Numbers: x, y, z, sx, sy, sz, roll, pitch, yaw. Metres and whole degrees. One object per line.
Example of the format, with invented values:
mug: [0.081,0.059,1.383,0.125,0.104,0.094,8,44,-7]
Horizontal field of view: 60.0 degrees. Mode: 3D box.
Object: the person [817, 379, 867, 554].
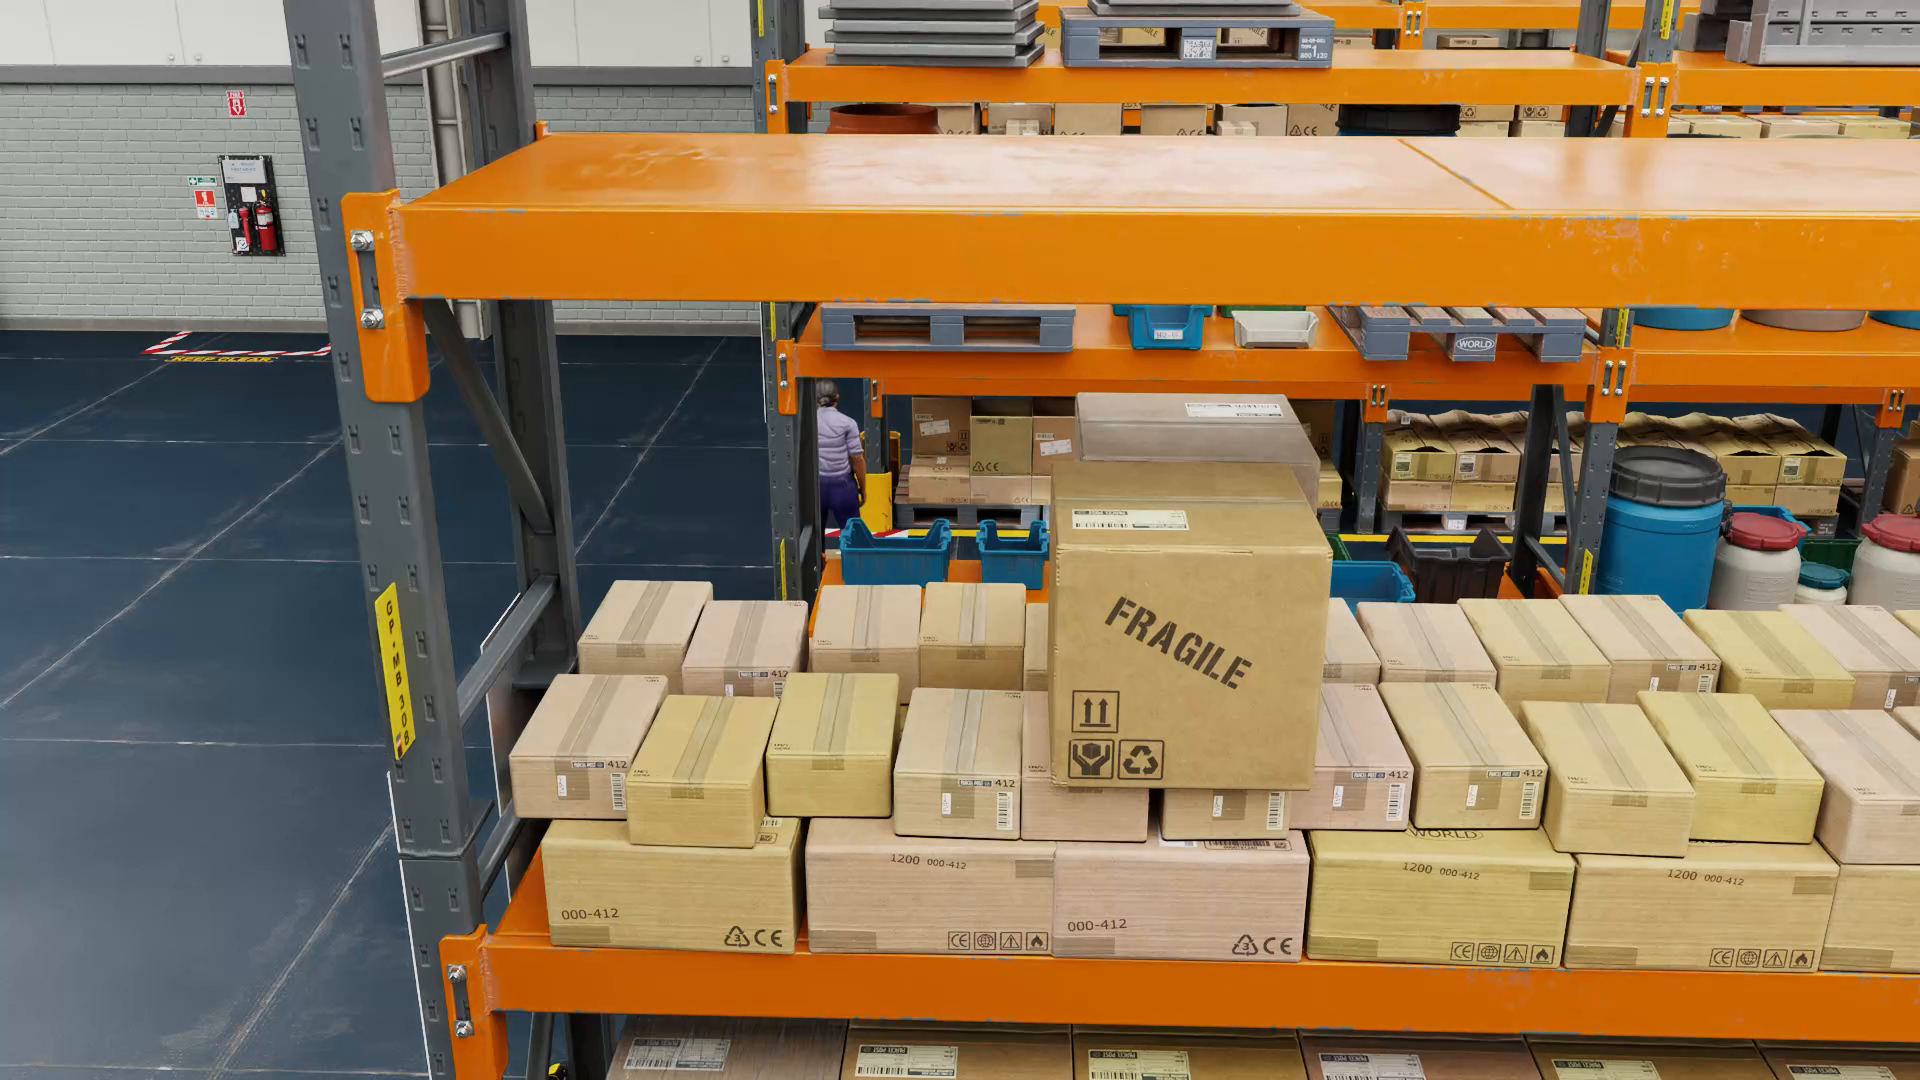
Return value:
person: [-0.926,-0.332,11.981,0.538,1.637,0.371,1,21,2]
